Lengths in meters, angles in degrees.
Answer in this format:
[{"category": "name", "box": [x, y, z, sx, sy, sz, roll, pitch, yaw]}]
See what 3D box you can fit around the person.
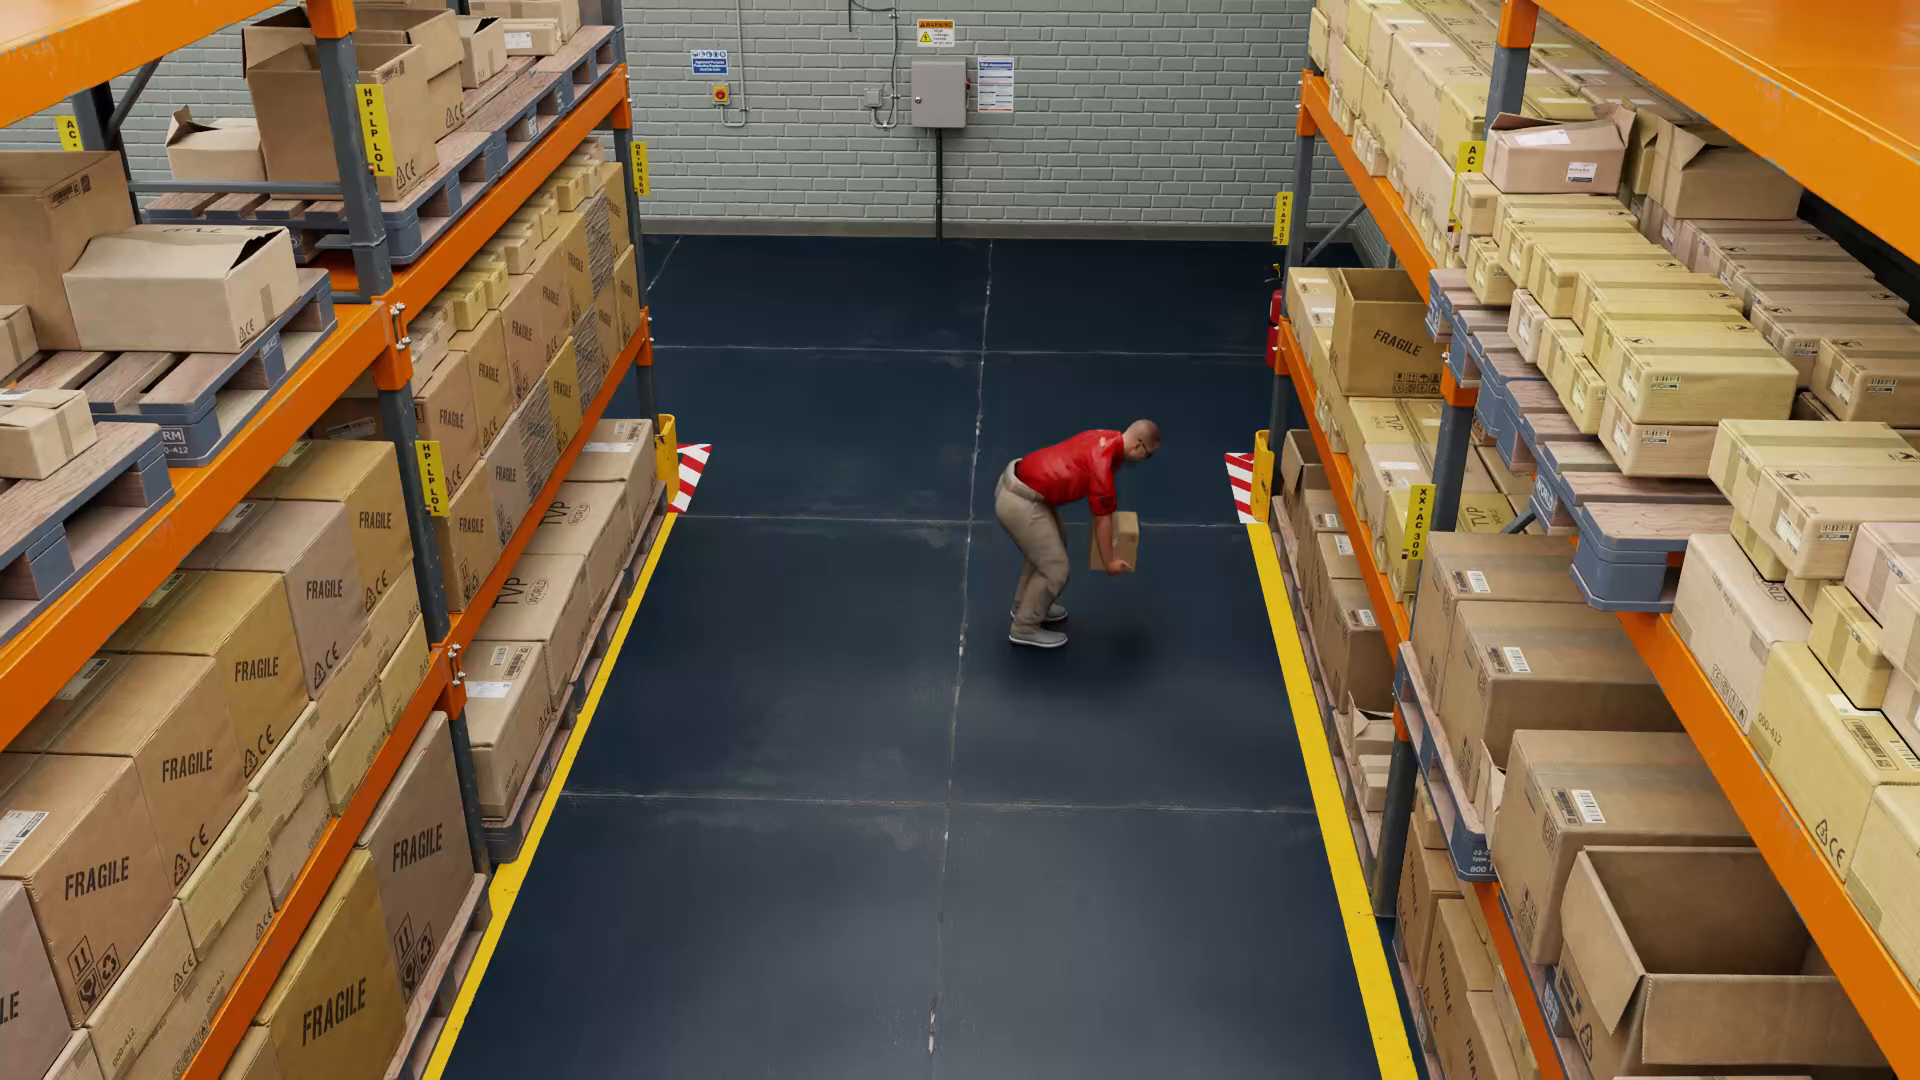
[{"category": "person", "box": [0.638, -0.059, 9.214, 0.898, 1.302, 0.495, 0, 28, 0]}]
